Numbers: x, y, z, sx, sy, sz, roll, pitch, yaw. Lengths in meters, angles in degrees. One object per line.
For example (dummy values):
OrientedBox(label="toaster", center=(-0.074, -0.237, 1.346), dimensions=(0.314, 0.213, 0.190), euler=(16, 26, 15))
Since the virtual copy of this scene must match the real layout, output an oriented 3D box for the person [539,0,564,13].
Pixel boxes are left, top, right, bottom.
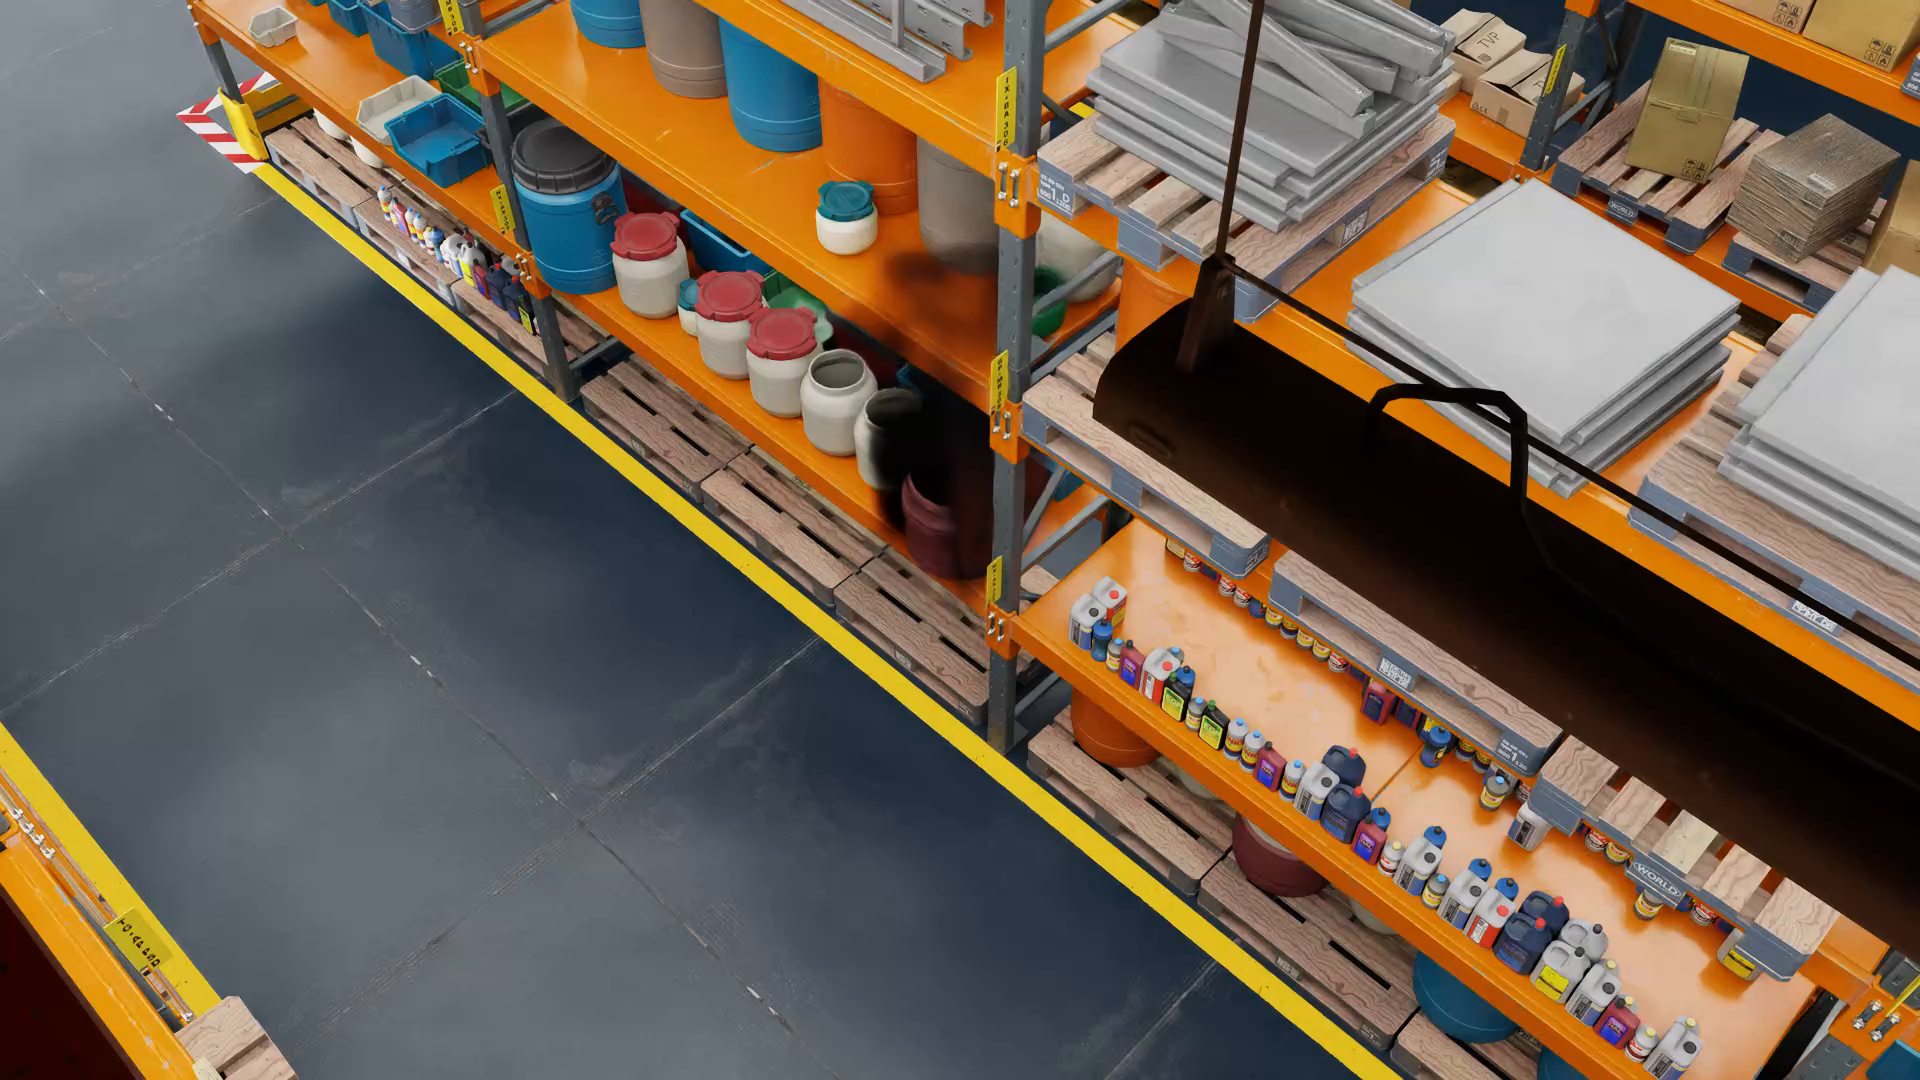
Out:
OrientedBox(label="person", center=(-2.951, -3.969, 12.531), dimensions=(0.762, 1.832, 0.632), euler=(25, 54, 19))
